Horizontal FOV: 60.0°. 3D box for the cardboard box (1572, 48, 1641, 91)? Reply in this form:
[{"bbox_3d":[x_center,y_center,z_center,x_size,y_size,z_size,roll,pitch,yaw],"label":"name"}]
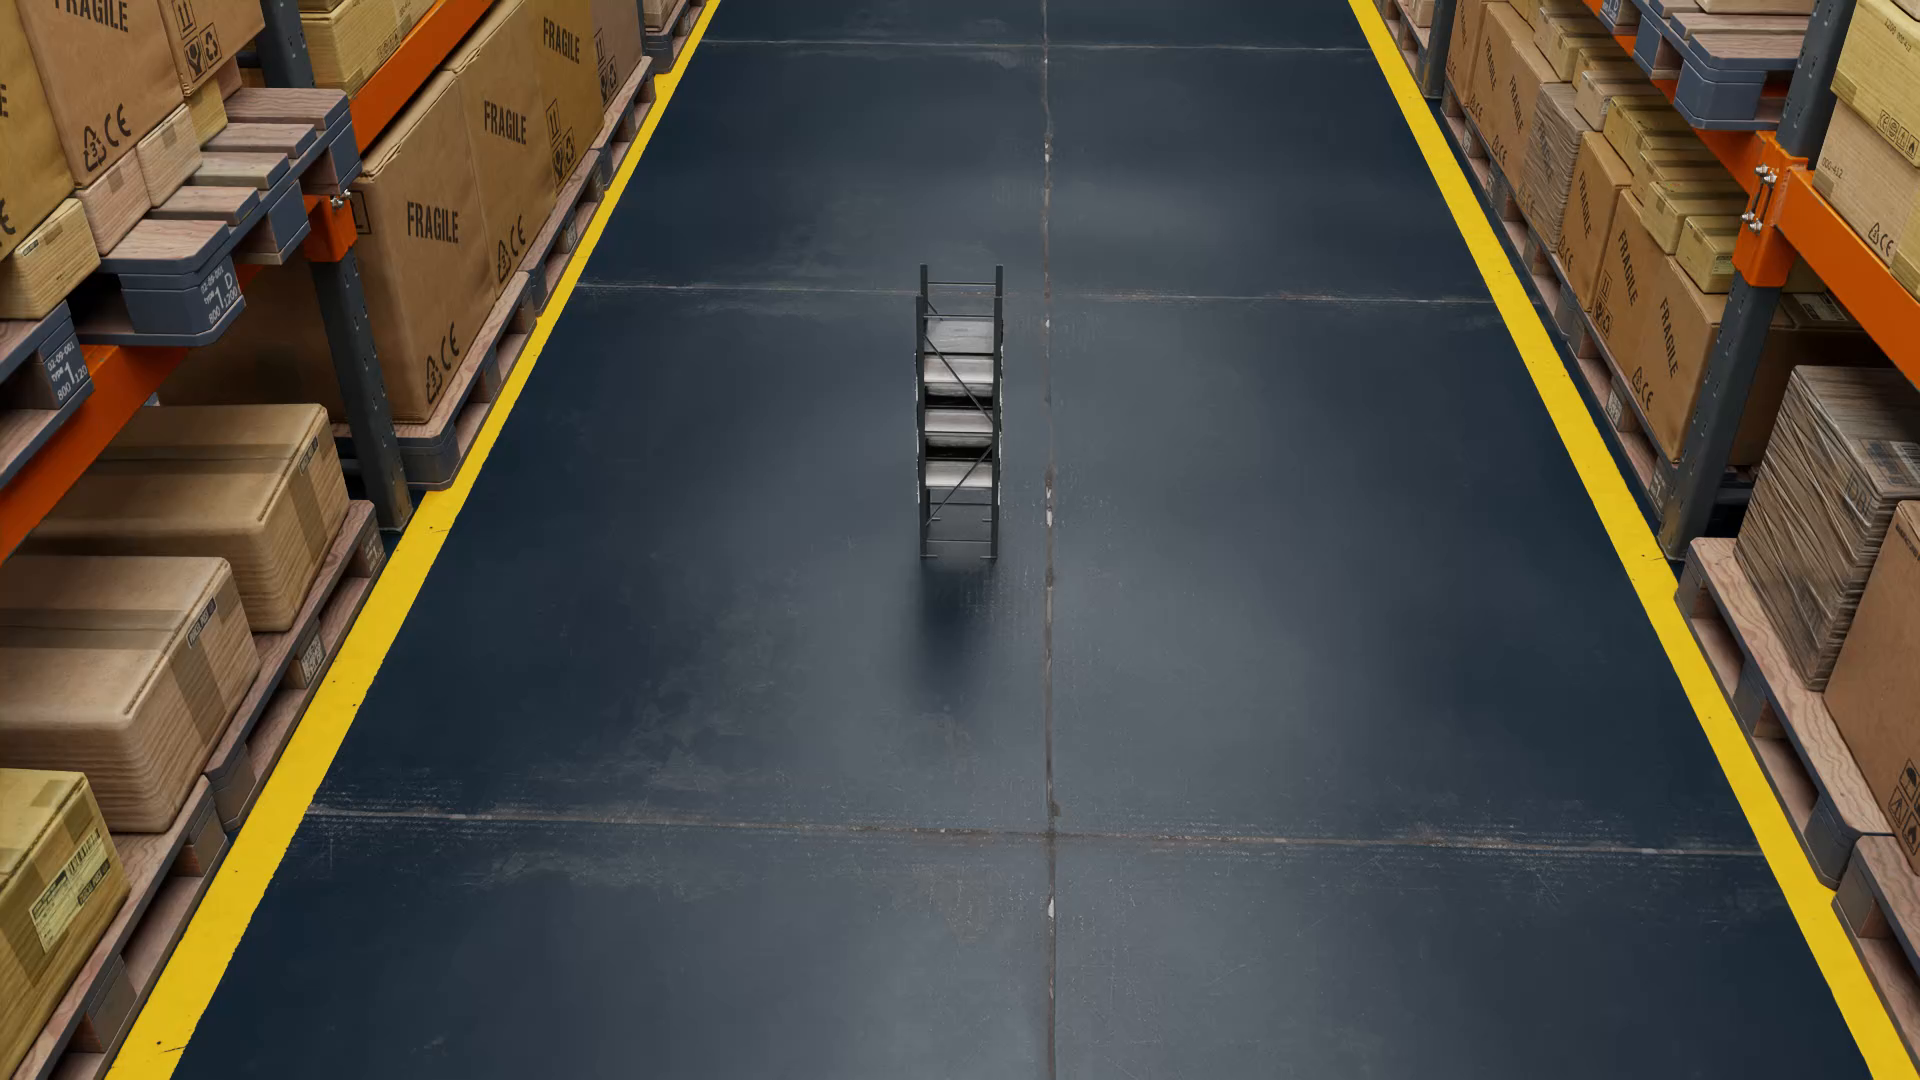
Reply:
[{"bbox_3d":[2.602,-1.785,6.426,0.380,0.149,0.250,1,35,2],"label":"cardboard box"}]

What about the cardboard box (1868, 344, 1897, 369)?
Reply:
[{"bbox_3d":[2.990,-0.565,5.253,0.500,0.500,0.500,3,35,4],"label":"cardboard box"}]

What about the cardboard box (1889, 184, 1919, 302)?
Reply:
[{"bbox_3d":[2.406,-0.580,3.597,0.500,0.250,0.500,1,35,1],"label":"cardboard box"}]

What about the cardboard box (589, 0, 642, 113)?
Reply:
[{"bbox_3d":[-2.051,-2.535,7.731,0.875,0.875,0.875,2,35,3],"label":"cardboard box"}]

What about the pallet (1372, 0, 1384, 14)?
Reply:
[{"bbox_3d":[2.929,-3.434,9.953,1.003,0.211,1.213,1,35,2],"label":"pallet"}]

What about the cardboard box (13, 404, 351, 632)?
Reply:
[{"bbox_3d":[-2.299,-0.065,4.653,0.950,0.372,0.625,-1,35,-1],"label":"cardboard box"}]

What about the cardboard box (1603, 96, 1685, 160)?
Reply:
[{"bbox_3d":[2.560,-1.486,6.000,0.380,0.149,0.250,1,35,1],"label":"cardboard box"}]

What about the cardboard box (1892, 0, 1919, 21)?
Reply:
[{"bbox_3d":[2.386,-1.310,3.854,0.380,0.149,0.250,2,35,3],"label":"cardboard box"}]

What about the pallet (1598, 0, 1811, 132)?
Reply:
[{"bbox_3d":[2.650,-1.492,4.932,1.213,0.211,1.003,1,35,2],"label":"pallet"}]

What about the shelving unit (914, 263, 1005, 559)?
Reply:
[{"bbox_3d":[0.000,-0.373,4.998,0.258,0.900,0.210,1,35,2],"label":"shelving unit"}]

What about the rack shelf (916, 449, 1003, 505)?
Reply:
[{"bbox_3d":[0.000,-0.198,5.121,0.258,0.077,0.200,1,35,2],"label":"rack shelf"}]

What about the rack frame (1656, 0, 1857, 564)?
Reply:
[{"bbox_3d":[2.693,-1.180,4.320,1.000,3.000,0.127,1,35,2],"label":"rack frame"}]

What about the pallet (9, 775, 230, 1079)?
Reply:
[{"bbox_3d":[-2.351,0.997,3.648,1.003,0.211,1.213,1,35,2],"label":"pallet"}]

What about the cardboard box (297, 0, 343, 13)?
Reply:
[{"bbox_3d":[-1.999,-1.721,4.785,0.500,0.250,0.500,1,35,2],"label":"cardboard box"}]

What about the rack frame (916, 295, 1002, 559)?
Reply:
[{"bbox_3d":[-0.004,-0.314,4.915,0.240,0.900,0.006,1,35,2],"label":"rack frame"}]

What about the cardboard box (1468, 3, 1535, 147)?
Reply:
[{"bbox_3d":[2.598,-2.048,7.364,0.500,0.500,0.500,1,35,1],"label":"cardboard box"}]

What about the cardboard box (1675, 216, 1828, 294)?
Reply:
[{"bbox_3d":[2.460,-0.884,5.143,0.380,0.149,0.250,0,35,0],"label":"cardboard box"}]

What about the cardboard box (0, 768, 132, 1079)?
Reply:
[{"bbox_3d":[-2.357,0.795,3.430,0.950,0.372,0.625,2,35,3],"label":"cardboard box"}]

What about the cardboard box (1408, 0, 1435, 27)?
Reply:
[{"bbox_3d":[2.583,-2.810,8.754,0.380,0.149,0.250,0,35,0],"label":"cardboard box"}]

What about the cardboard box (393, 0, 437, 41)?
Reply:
[{"bbox_3d":[-1.993,-1.802,5.335,0.500,0.250,0.500,0,35,1],"label":"cardboard box"}]

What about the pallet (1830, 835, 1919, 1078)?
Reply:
[{"bbox_3d":[2.569,1.132,3.455,1.003,0.211,1.213,1,35,2],"label":"pallet"}]

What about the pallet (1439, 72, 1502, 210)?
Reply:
[{"bbox_3d":[2.859,-1.869,7.726,1.003,0.211,1.213,1,35,2],"label":"pallet"}]

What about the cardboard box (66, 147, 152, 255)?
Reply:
[{"bbox_3d":[-1.967,-0.722,3.521,0.380,0.149,0.250,0,35,0],"label":"cardboard box"}]

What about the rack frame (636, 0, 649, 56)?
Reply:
[{"bbox_3d":[-2.106,-3.590,7.750,1.000,3.000,0.127,1,35,2],"label":"rack frame"}]

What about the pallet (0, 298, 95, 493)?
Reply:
[{"bbox_3d":[-2.305,-0.075,2.916,1.003,0.211,1.213,1,35,2],"label":"pallet"}]

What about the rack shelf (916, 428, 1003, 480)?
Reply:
[{"bbox_3d":[0.000,-0.272,5.069,0.258,0.077,0.200,1,35,2],"label":"rack shelf"}]

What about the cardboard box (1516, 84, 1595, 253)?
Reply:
[{"bbox_3d":[2.547,-1.464,6.533,0.500,0.500,0.500,0,35,0],"label":"cardboard box"}]

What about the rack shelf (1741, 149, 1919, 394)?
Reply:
[{"bbox_3d":[2.613,0.264,2.892,1.077,0.370,4.000,1,35,2],"label":"rack shelf"}]

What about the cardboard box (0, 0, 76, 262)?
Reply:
[{"bbox_3d":[-2.036,-0.772,3.029,0.500,0.500,0.500,-1,35,-1],"label":"cardboard box"}]

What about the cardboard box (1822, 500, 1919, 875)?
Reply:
[{"bbox_3d":[2.636,0.354,3.838,0.875,0.625,0.625,2,35,3],"label":"cardboard box"}]

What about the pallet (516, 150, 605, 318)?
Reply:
[{"bbox_3d":[-2.108,-1.302,6.919,1.003,0.211,1.213,1,35,2],"label":"pallet"}]

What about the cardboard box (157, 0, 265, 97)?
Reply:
[{"bbox_3d":[-2.007,-1.359,3.864,0.500,0.500,0.500,0,35,1],"label":"cardboard box"}]

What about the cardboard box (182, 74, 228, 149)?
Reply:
[{"bbox_3d":[-1.983,-1.012,3.934,0.380,0.149,0.250,2,35,3],"label":"cardboard box"}]

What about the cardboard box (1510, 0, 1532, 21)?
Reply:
[{"bbox_3d":[2.641,-2.384,7.278,0.380,0.149,0.250,0,35,-1],"label":"cardboard box"}]

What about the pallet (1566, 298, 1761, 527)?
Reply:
[{"bbox_3d":[2.761,-0.467,5.731,1.003,0.211,1.213,1,35,2],"label":"pallet"}]

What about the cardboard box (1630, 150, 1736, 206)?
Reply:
[{"bbox_3d":[2.495,-1.192,5.581,0.380,0.149,0.250,0,35,0],"label":"cardboard box"}]

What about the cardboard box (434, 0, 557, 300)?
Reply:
[{"bbox_3d":[-2.116,-1.502,6.261,0.875,0.875,0.875,2,35,2],"label":"cardboard box"}]

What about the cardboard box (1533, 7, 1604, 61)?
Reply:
[{"bbox_3d":[2.596,-2.083,6.850,0.380,0.149,0.250,1,35,2],"label":"cardboard box"}]

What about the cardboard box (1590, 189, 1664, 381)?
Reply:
[{"bbox_3d":[2.526,-0.864,5.679,0.500,0.500,0.500,1,35,1],"label":"cardboard box"}]

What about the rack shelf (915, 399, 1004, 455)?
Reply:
[{"bbox_3d":[0.000,-0.346,5.017,0.258,0.077,0.200,1,35,2],"label":"rack shelf"}]

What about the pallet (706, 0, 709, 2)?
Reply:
[{"bbox_3d":[-1.951,-3.587,10.171,1.003,0.211,1.213,1,35,2],"label":"pallet"}]

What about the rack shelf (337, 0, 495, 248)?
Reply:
[{"bbox_3d":[-2.186,-2.147,6.322,1.077,0.370,4.000,1,35,2],"label":"rack shelf"}]
